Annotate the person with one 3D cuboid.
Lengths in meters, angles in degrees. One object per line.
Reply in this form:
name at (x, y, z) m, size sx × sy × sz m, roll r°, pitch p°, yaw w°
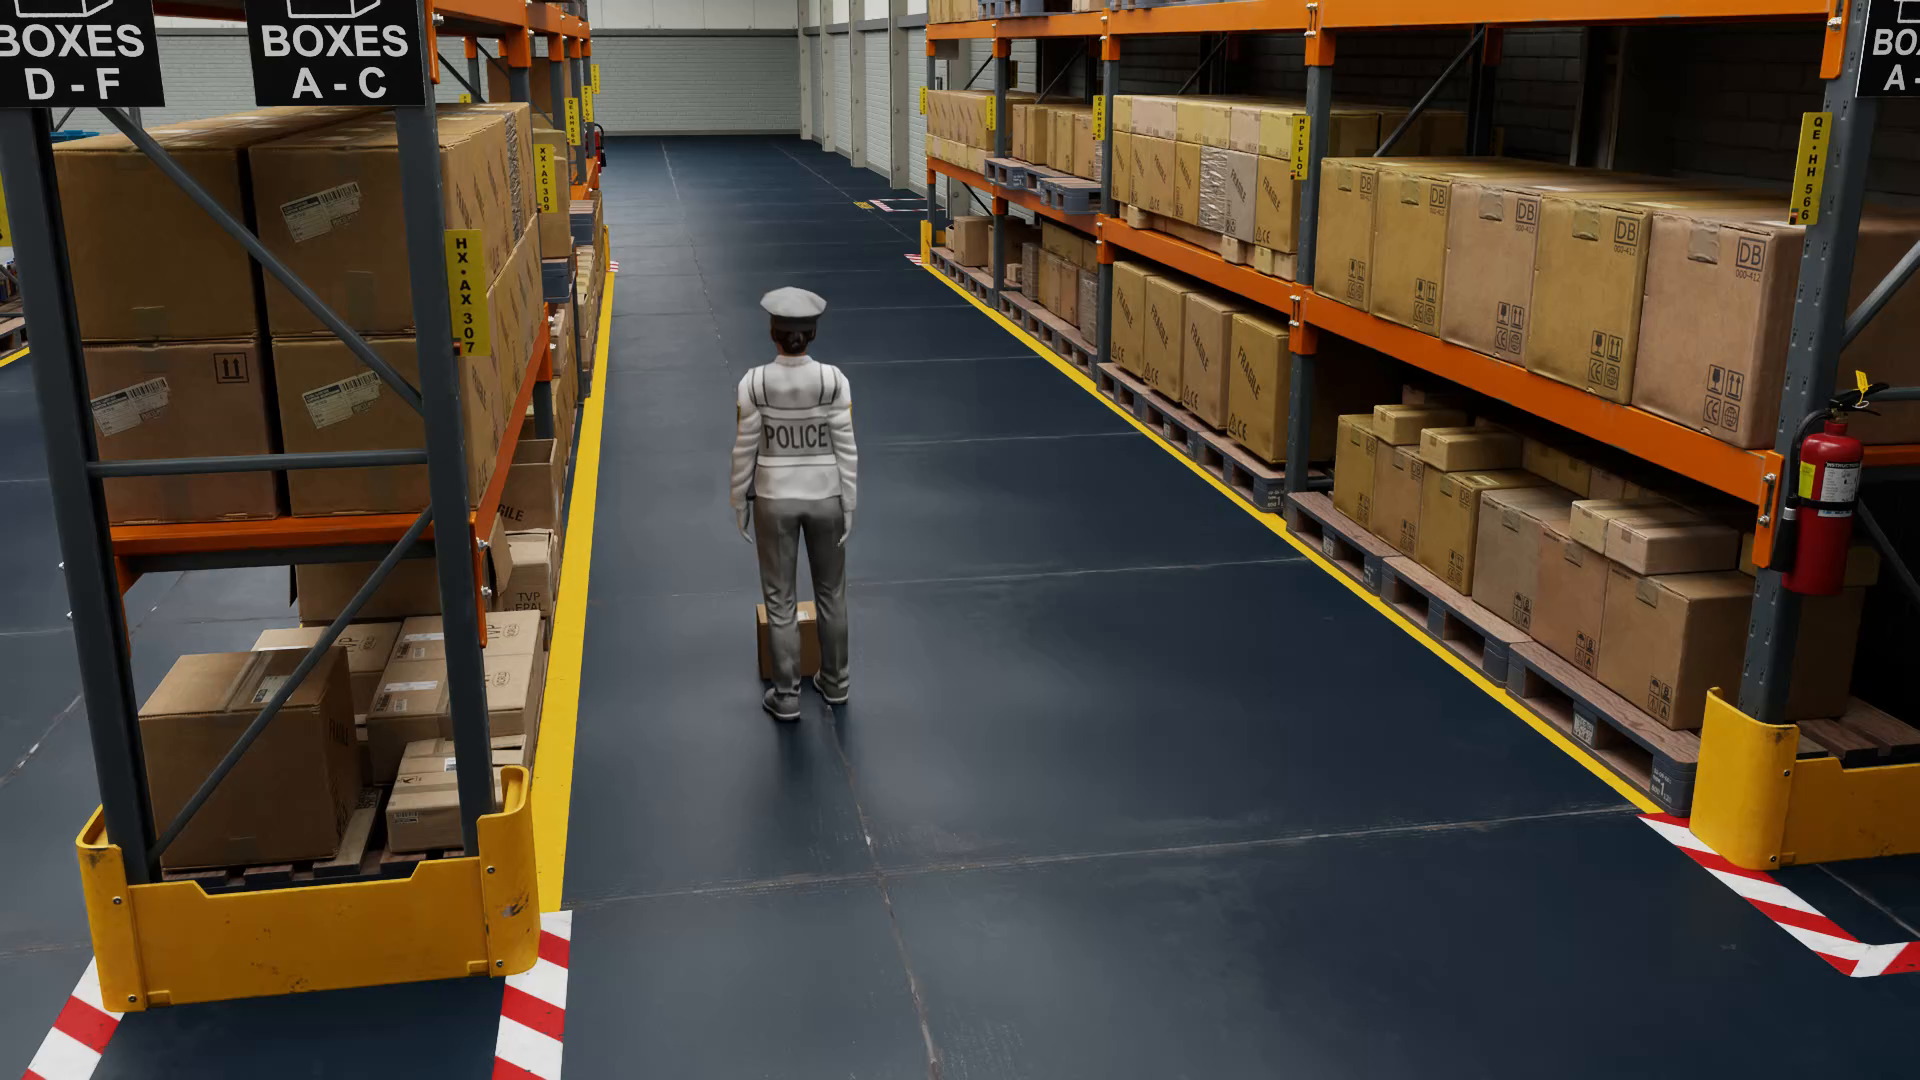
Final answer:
person at (-0.655, -0.145, 6.494) m, size 0.482 × 1.679 × 0.429 m, roll -3°, pitch 17°, yaw -11°
